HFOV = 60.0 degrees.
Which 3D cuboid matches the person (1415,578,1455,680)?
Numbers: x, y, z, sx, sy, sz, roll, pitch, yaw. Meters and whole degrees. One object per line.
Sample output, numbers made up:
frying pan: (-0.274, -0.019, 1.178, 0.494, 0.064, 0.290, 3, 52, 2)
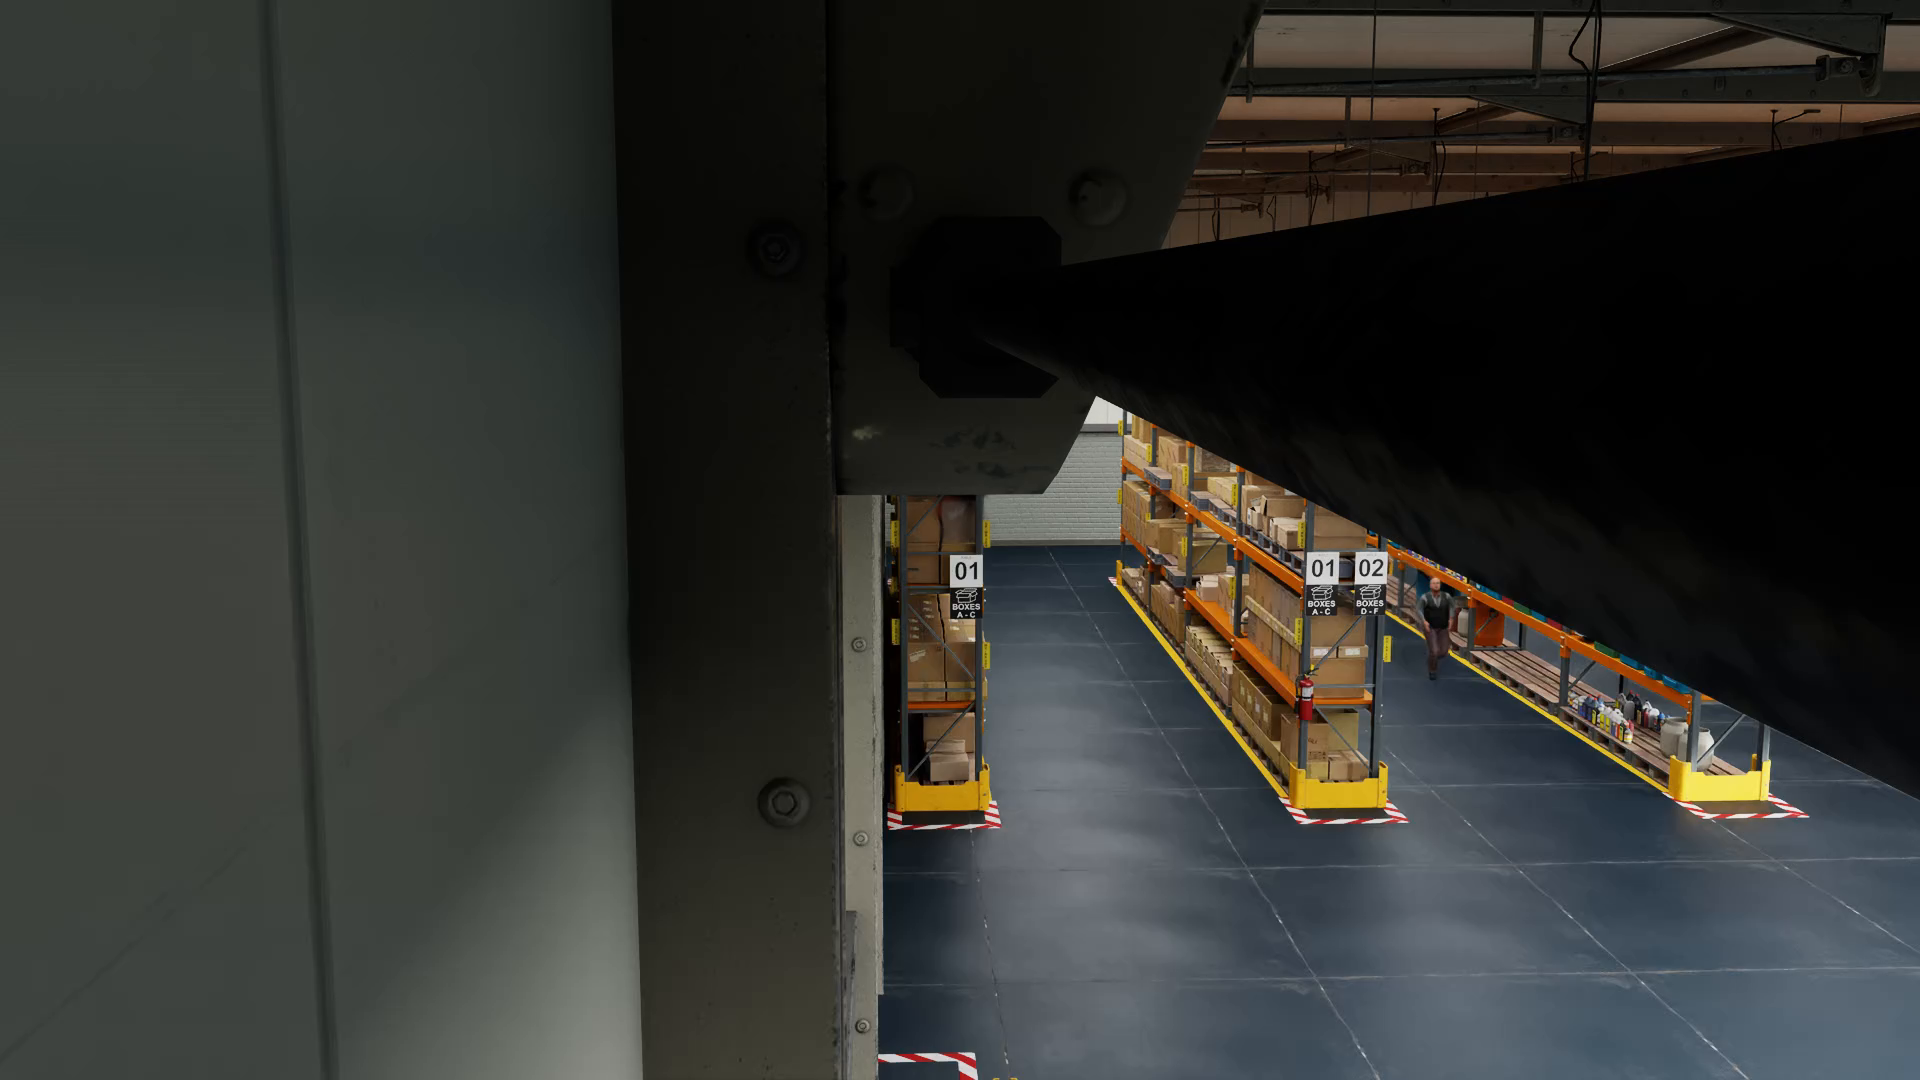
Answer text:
person: (7.865, 1.458, 27.526, 0.663, 1.690, 0.540, 0, 8, 1)
